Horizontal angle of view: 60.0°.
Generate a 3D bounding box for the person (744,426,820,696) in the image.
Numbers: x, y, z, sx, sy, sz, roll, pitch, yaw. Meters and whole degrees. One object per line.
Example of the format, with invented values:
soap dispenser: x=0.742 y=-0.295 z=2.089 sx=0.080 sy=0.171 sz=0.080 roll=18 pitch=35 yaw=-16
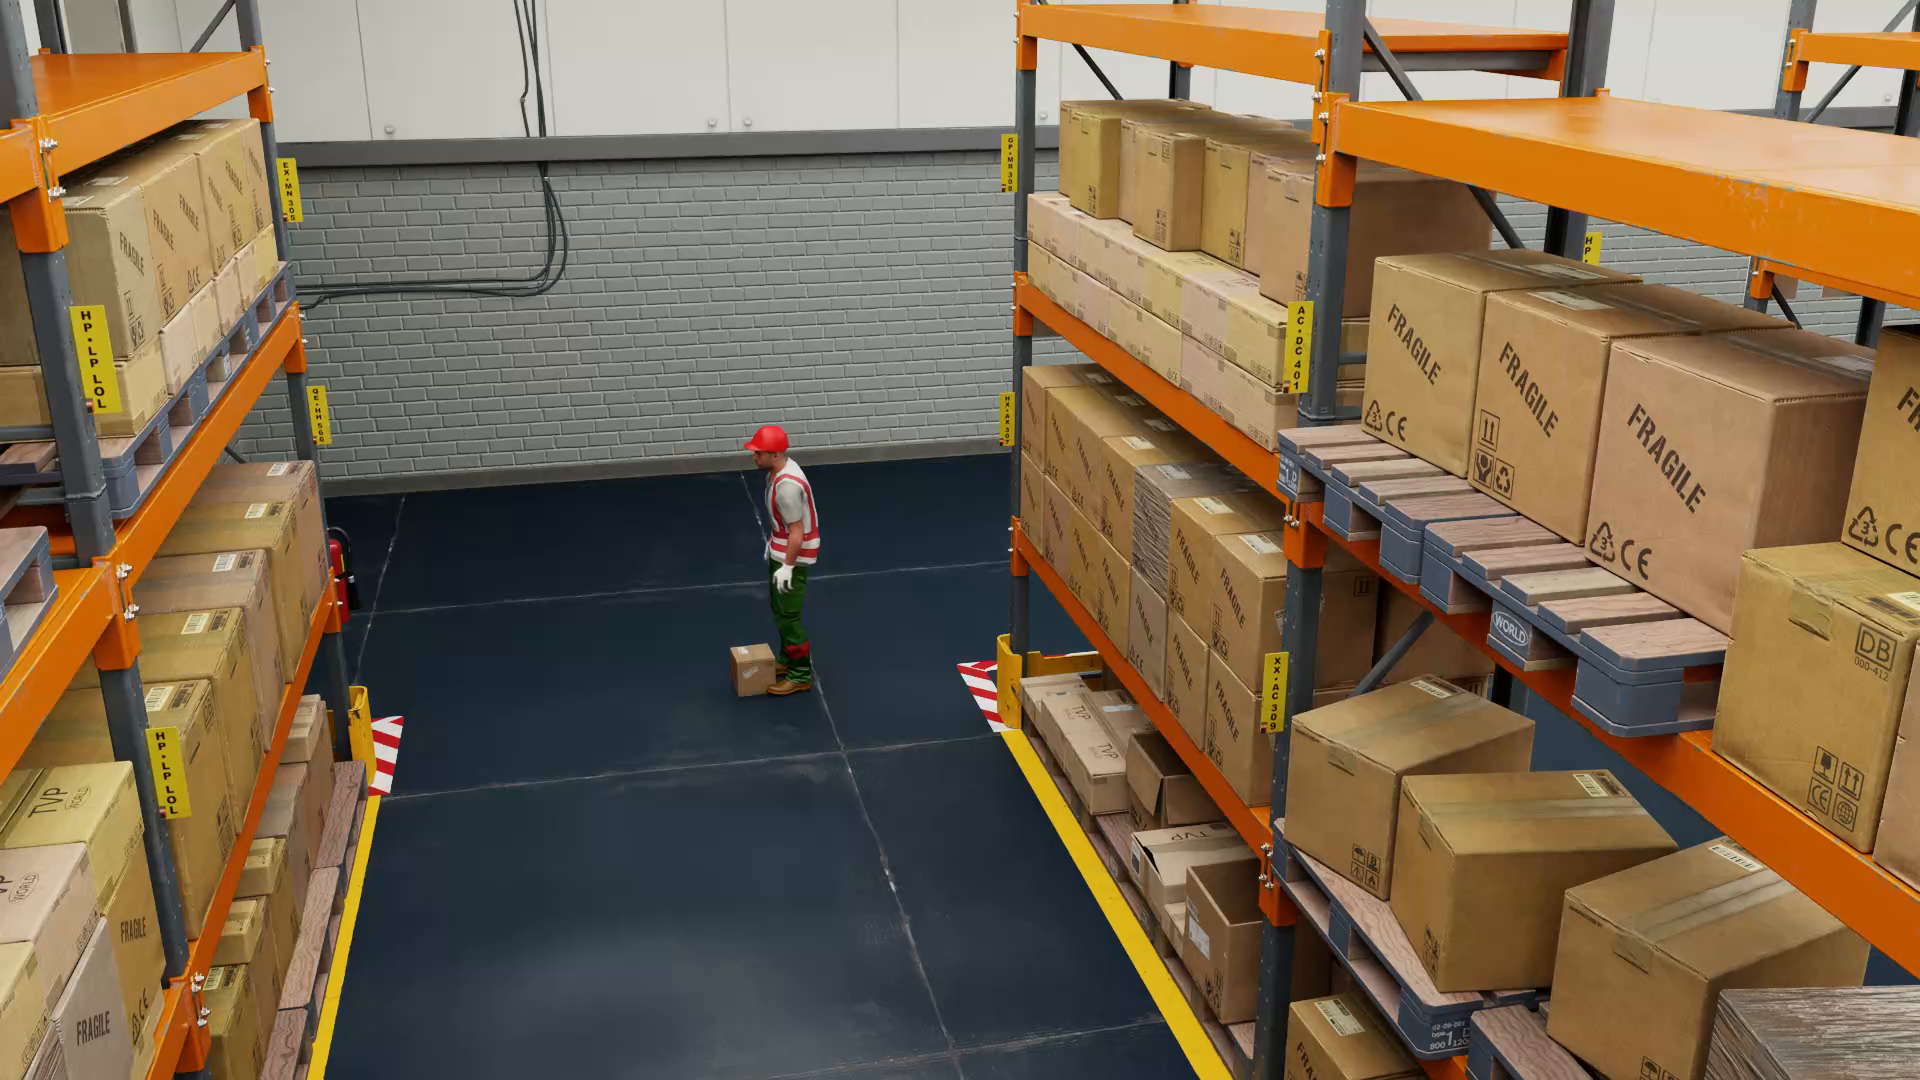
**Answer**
person: x=-1.137 y=0.116 z=10.715 sx=0.449 sy=1.780 sz=0.607 roll=-4 pitch=20 yaw=-12
